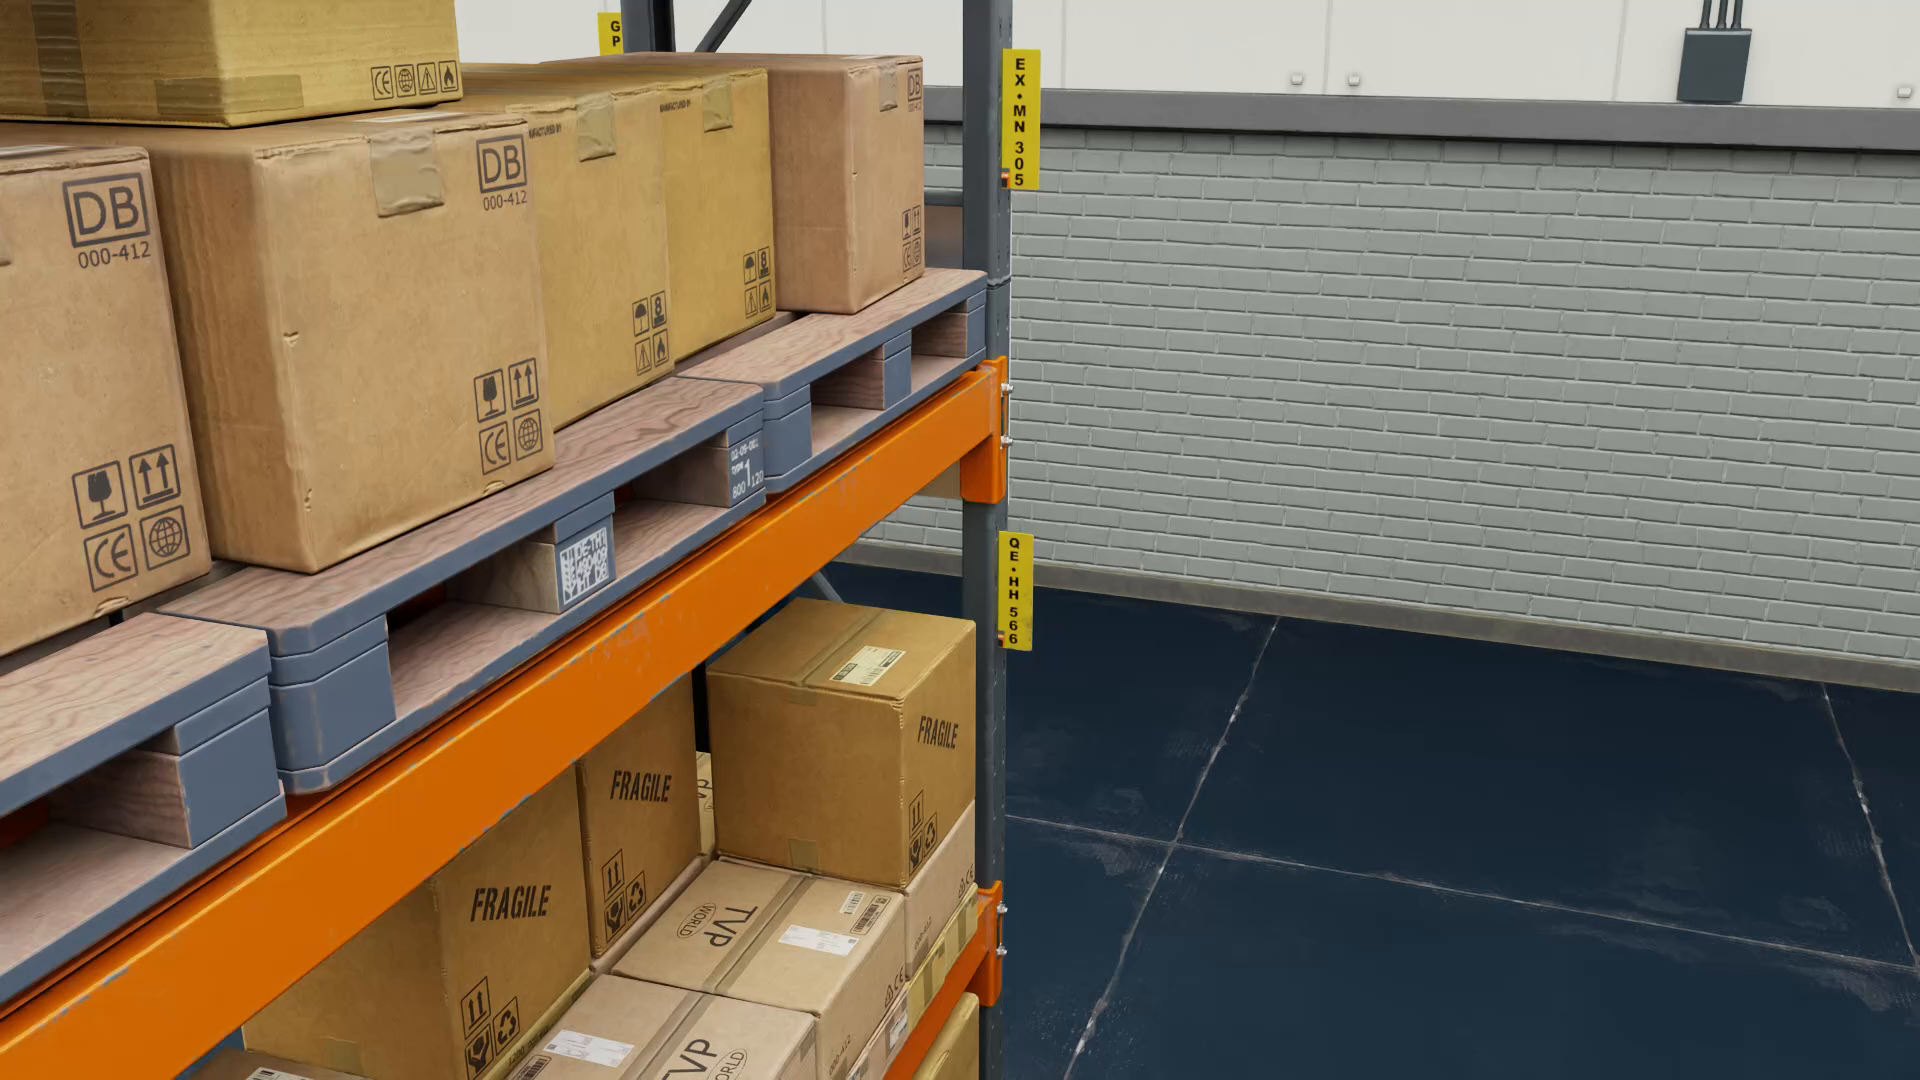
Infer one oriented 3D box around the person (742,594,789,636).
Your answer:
[{"bbox_3d":[-1.011,0.137,8.713,0.361,1.581,0.433,-14,24,-36],"label":"person"}]
